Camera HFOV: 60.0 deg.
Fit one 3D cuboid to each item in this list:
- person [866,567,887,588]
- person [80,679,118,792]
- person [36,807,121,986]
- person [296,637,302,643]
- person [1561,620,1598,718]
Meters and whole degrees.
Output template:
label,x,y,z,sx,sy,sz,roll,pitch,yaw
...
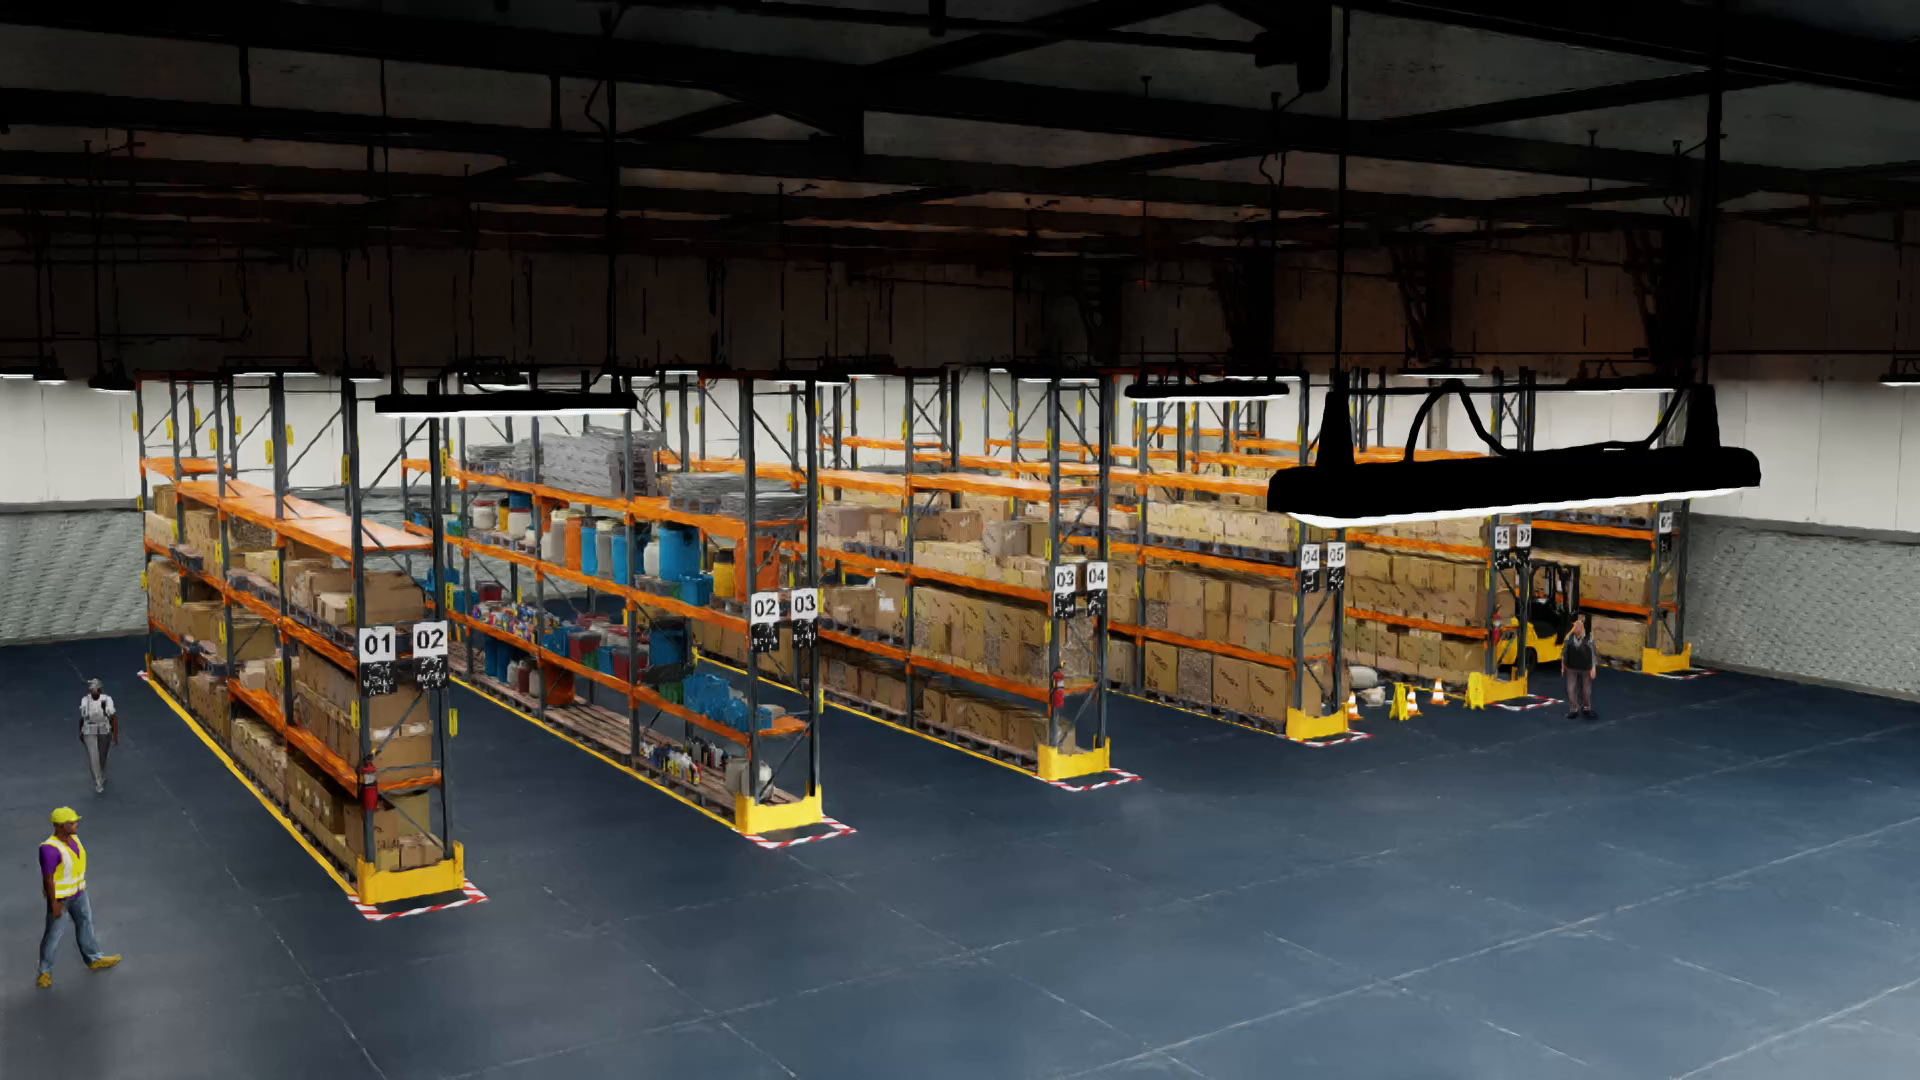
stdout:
label,x,y,z,sx,sy,sz,roll,pitch,yaw
person,-1.790,1.384,36.332,0.677,1.726,0.574,-5,8,-35
person,-12.506,2.793,24.162,0.461,1.626,0.986,-5,8,-35
person,-8.996,3.552,16.809,0.568,1.755,0.744,1,6,5
person,-12.832,1.953,32.024,0.405,1.517,1.032,-4,8,-31
person,10.784,2.230,28.916,0.629,1.713,0.534,4,7,30
